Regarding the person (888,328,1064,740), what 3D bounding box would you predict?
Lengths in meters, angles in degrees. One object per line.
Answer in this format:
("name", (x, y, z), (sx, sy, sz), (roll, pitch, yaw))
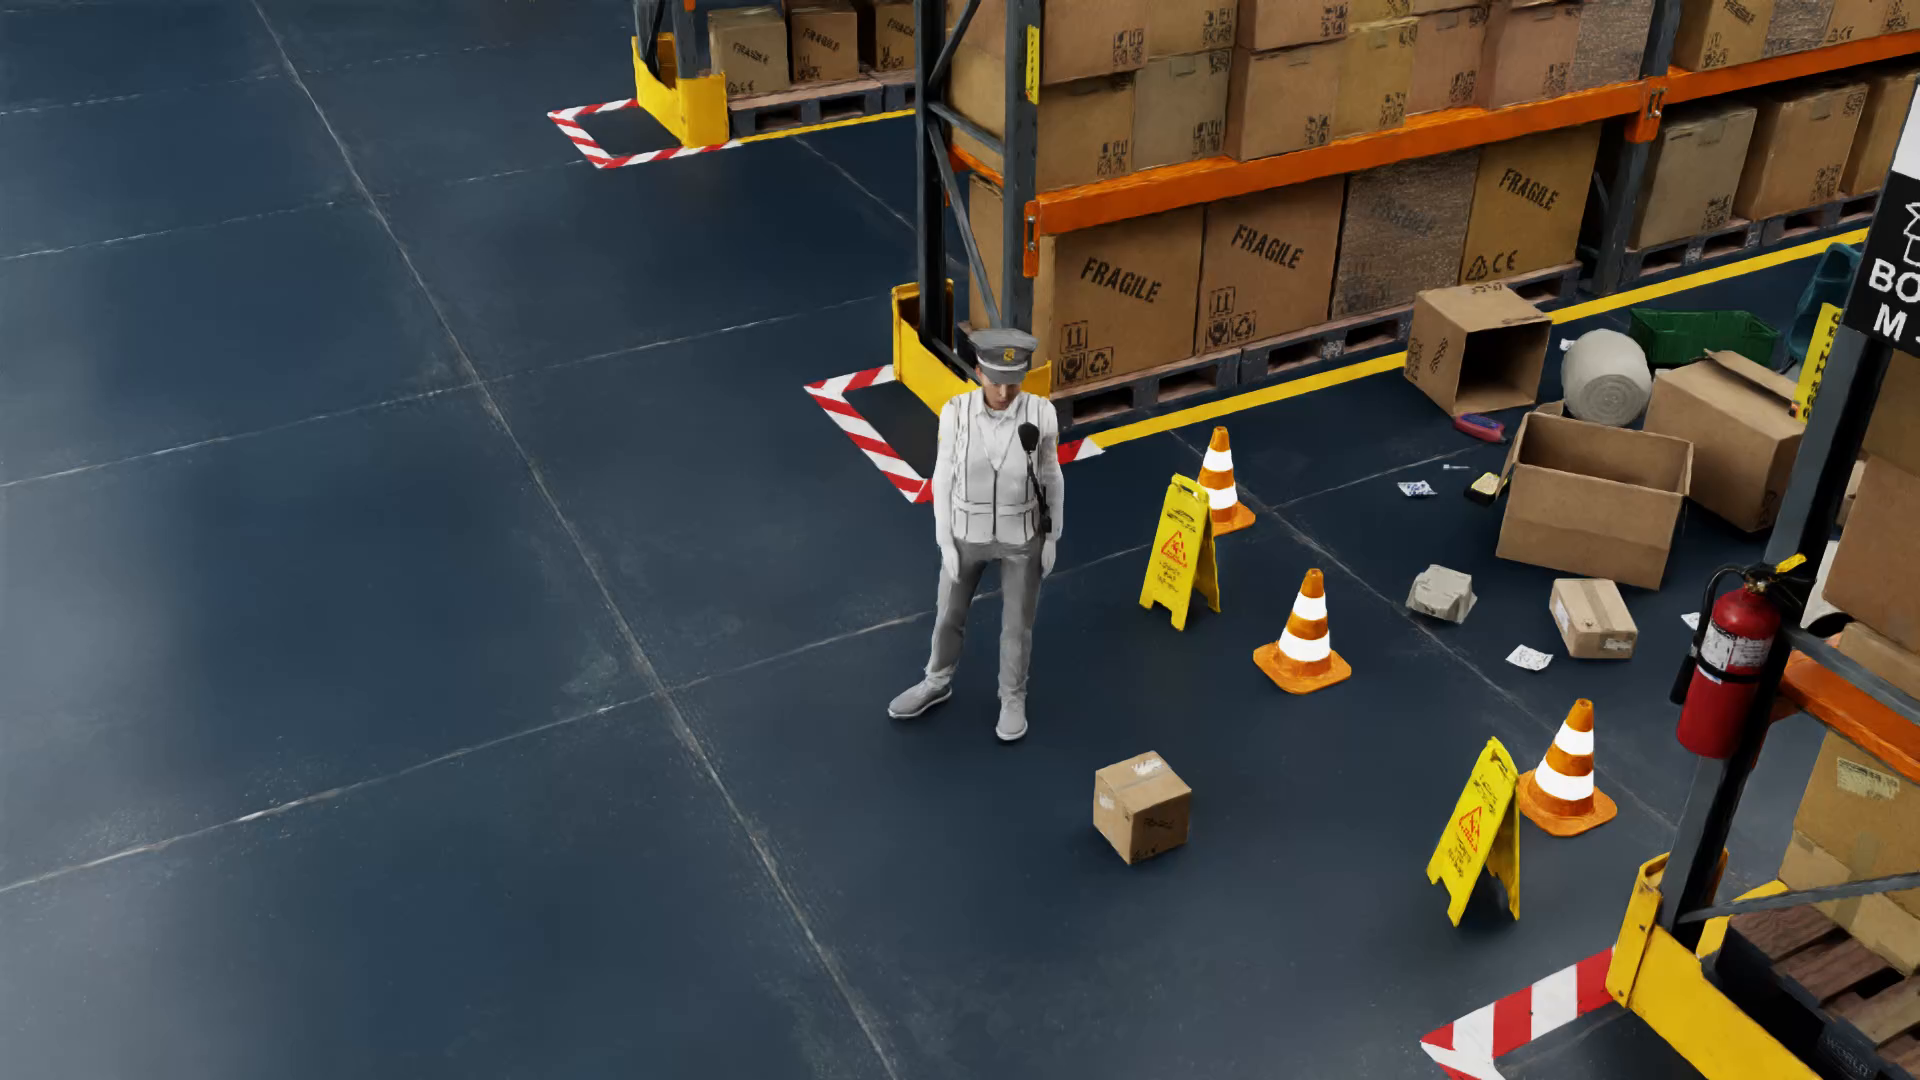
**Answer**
("person", (0.046, -0.009, 6.127), (0.658, 1.671, 0.340), (3, 33, 4))
